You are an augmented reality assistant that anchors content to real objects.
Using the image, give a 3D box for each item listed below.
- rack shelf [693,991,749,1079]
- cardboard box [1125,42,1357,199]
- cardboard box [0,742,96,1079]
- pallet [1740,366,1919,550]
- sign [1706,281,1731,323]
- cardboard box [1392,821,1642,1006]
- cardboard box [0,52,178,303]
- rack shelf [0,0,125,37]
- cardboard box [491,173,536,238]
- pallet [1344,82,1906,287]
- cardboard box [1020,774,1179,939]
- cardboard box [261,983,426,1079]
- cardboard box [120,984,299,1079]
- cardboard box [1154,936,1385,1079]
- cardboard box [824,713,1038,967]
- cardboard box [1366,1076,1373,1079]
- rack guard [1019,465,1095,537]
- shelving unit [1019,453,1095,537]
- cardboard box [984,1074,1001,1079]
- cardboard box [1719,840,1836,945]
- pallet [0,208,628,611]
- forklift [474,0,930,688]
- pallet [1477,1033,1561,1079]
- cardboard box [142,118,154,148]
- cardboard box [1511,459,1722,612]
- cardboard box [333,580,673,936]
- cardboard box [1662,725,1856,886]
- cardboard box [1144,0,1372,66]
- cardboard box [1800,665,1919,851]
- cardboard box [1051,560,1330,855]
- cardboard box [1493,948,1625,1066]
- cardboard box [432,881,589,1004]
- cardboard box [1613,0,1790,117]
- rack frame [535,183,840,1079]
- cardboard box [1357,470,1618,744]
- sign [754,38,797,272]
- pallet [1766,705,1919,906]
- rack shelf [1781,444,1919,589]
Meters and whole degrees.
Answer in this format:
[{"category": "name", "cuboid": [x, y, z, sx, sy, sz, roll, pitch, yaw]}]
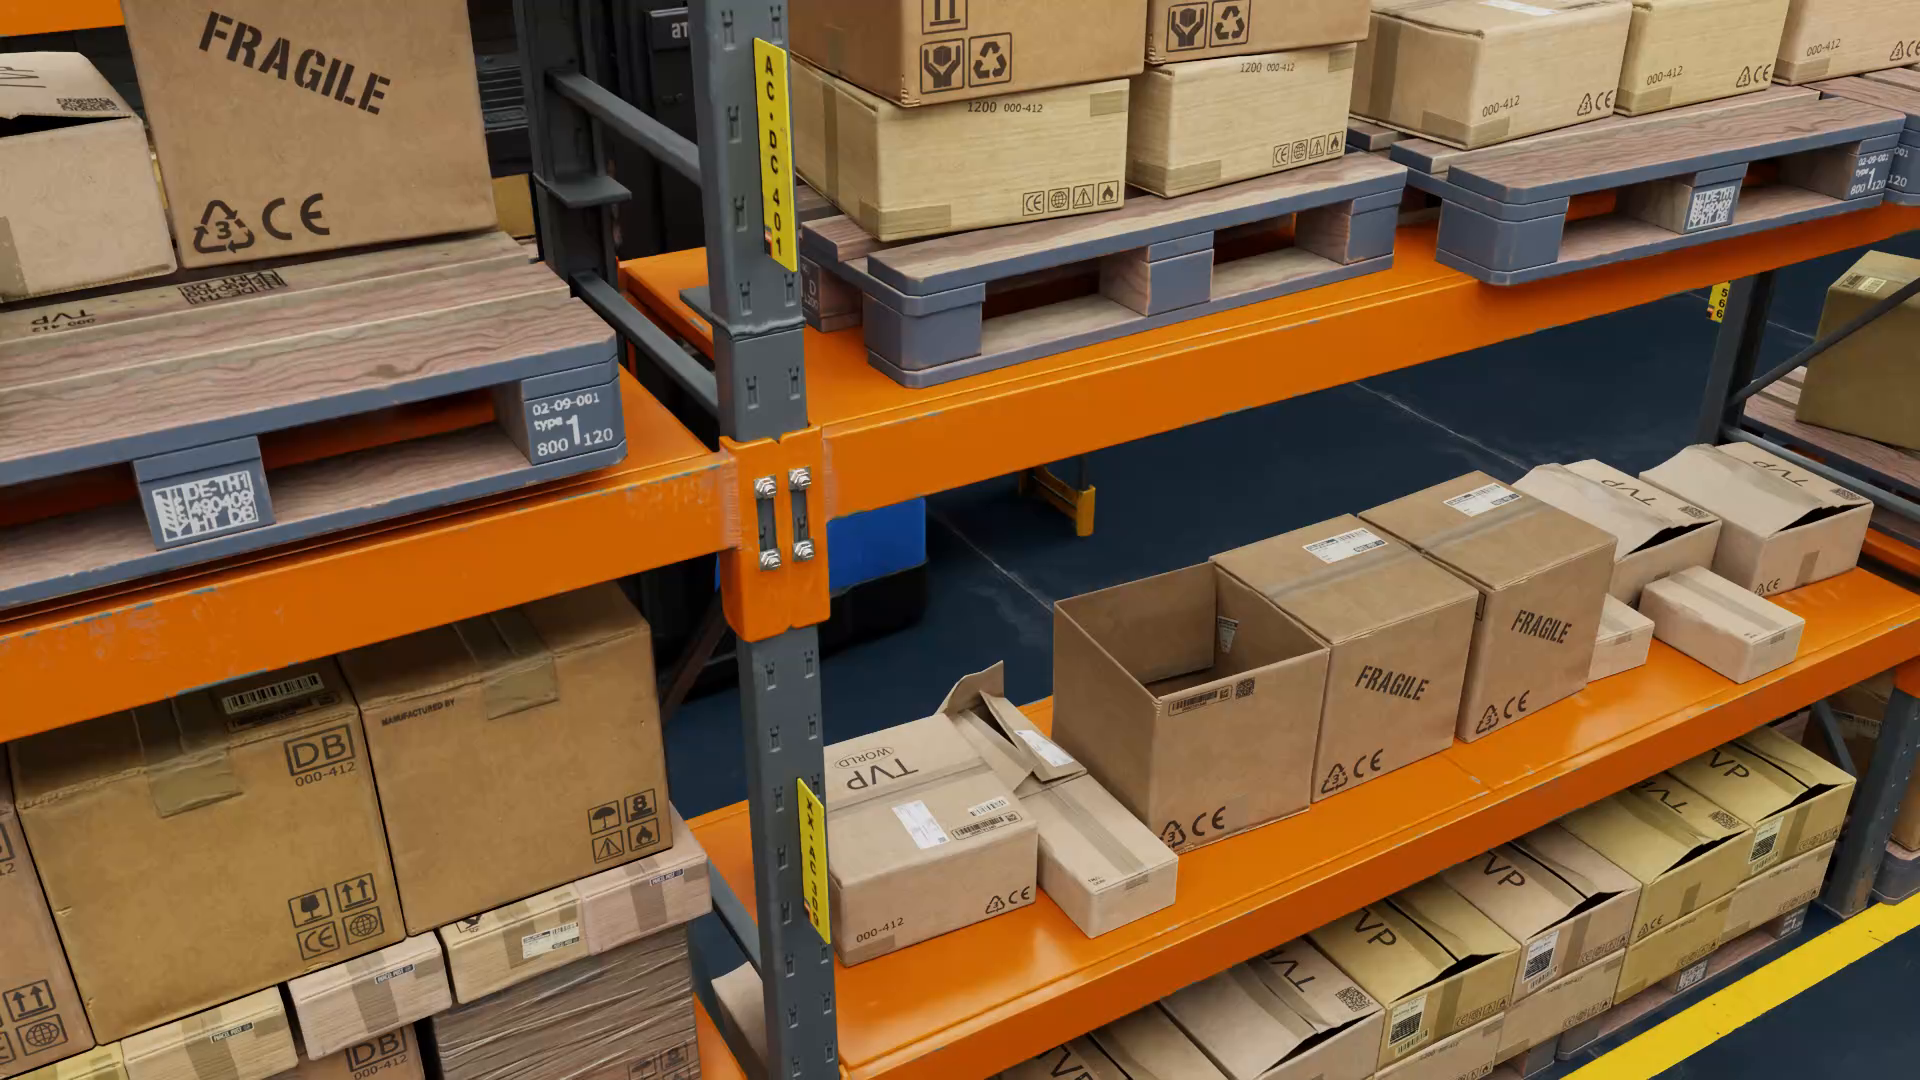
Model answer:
[{"category": "rack shelf", "cuboid": [-2.278, 1.585, 3.017, 4.000, 0.370, 1.077, -16, 33, -26]}, {"category": "cardboard box", "cuboid": [0.455, -0.933, 3.452, 0.500, 0.250, 0.500, -19, 34, -31]}, {"category": "cardboard box", "cuboid": [-1.800, 0.527, 2.745, 0.500, 0.500, 0.700, -16, 33, -26]}, {"category": "pallet", "cuboid": [3.444, -0.309, 5.905, 1.003, 0.211, 1.213, -16, 33, -26]}, {"category": "sign", "cuboid": [2.612, -0.894, 5.650, 0.005, 0.325, 0.100, -16, 33, -26]}, {"category": "cardboard box", "cuboid": [1.687, 1.059, 5.057, 0.500, 0.311, 0.500, -16, 33, -27]}, {"category": "cardboard box", "cuboid": [-1.587, -0.593, 2.628, 0.500, 0.311, 0.500, -18, 34, -29]}, {"category": "rack shelf", "cuboid": [-4.790, -1.791, 6.030, 4.000, 0.370, 1.077, -16, 33, -26]}, {"category": "cardboard box", "cuboid": [-2.125, -1.762, 7.780, 0.500, 0.500, 0.700, -12, 31, -21]}, {"category": "pallet", "cuboid": [1.393, -0.950, 3.959, 1.213, 0.211, 1.003, -14, 32, -24]}, {"category": "cardboard box", "cuboid": [0.314, 0.759, 4.030, 0.250, 0.149, 0.380, -16, 33, -26]}, {"category": "cardboard box", "cuboid": [-1.384, 0.980, 3.266, 0.500, 0.500, 0.700, -16, 33, -27]}, {"category": "cardboard box", "cuboid": [-1.344, 0.799, 2.924, 0.250, 0.149, 0.380, -16, 33, -26]}, {"category": "cardboard box", "cuboid": [0.809, 1.310, 4.602, 0.500, 0.311, 0.500, -17, 33, -28]}, {"category": "cardboard box", "cuboid": [-0.151, 0.708, 4.018, 0.500, 0.250, 0.500, -14, 32, -23]}, {"category": "cardboard box", "cuboid": [0.807, 1.553, 4.743, 0.500, 0.250, 0.500, -17, 33, -28]}, {"category": "rack guard", "cuboid": [0.487, -0.254, 8.451, 0.087, 0.250, 0.587, -16, 33, -27]}, {"category": "shelving unit", "cuboid": [0.061, -0.676, 7.924, 1.083, 1.500, 0.587, -16, 33, -27]}, {"category": "cardboard box", "cuboid": [-0.071, 1.558, 4.153, 0.500, 0.311, 0.500, -16, 33, -26]}, {"category": "cardboard box", "cuboid": [2.565, 1.052, 5.650, 0.500, 0.250, 0.500, -15, 32, -25]}, {"category": "pallet", "cuboid": [-1.276, -0.274, 2.629, 1.213, 0.211, 1.003, -16, 33, -26]}, {"category": "forklift", "cuboid": [-1.665, -0.756, 6.587, 3.031, 2.935, 1.130, -16, 33, -27]}, {"category": "pallet", "cuboid": [1.115, 1.505, 5.305, 1.213, 0.211, 1.003, -16, 33, -26]}, {"category": "cardboard box", "cuboid": [-3.577, -1.525, 7.268, 0.500, 0.500, 0.500, -17, 33, -27]}, {"category": "cardboard box", "cuboid": [2.026, -0.021, 5.276, 0.500, 0.311, 0.500, -16, 33, -27]}, {"category": "cardboard box", "cuboid": [-0.933, 0.280, 3.191, 0.500, 0.500, 0.700, -16, 33, -26]}, {"category": "cardboard box", "cuboid": [2.569, 0.807, 5.514, 0.500, 0.311, 0.500, -15, 32, -25]}, {"category": "cardboard box", "cuboid": [0.478, -1.262, 3.273, 0.500, 0.500, 0.500, -13, 31, -22]}, {"category": "cardboard box", "cuboid": [3.433, 0.711, 5.989, 0.500, 0.500, 0.500, -14, 32, -24]}, {"category": "cardboard box", "cuboid": [0.571, 0.427, 4.268, 0.500, 0.500, 0.500, -13, 32, -23]}, {"category": "cardboard box", "cuboid": [1.688, 1.302, 5.198, 0.500, 0.250, 0.500, -15, 32, -25]}, {"category": "cardboard box", "cuboid": [-0.893, 0.669, 3.159, 0.250, 0.149, 0.380, -17, 33, -27]}, {"category": "cardboard box", "cuboid": [1.591, -1.224, 3.980, 0.500, 0.250, 0.500, -17, 33, -27]}, {"category": "rack frame", "cuboid": [-0.553, 0.781, 3.730, 0.127, 3.000, 1.000, -16, 33, -26]}, {"category": "cardboard box", "cuboid": [1.457, 0.176, 4.724, 0.500, 0.500, 0.500, -18, 34, -29]}, {"category": "sign", "cuboid": [-0.271, -0.563, 2.443, 0.005, 0.325, 0.100, -16, 33, -26]}, {"category": "pallet", "cuboid": [3.558, 0.856, 6.481, 1.213, 0.211, 1.003, -16, 33, -26]}, {"category": "rack shelf", "cuboid": [4.620, -0.373, 6.566, 4.000, 0.370, 1.077, -16, 33, -26]}]
